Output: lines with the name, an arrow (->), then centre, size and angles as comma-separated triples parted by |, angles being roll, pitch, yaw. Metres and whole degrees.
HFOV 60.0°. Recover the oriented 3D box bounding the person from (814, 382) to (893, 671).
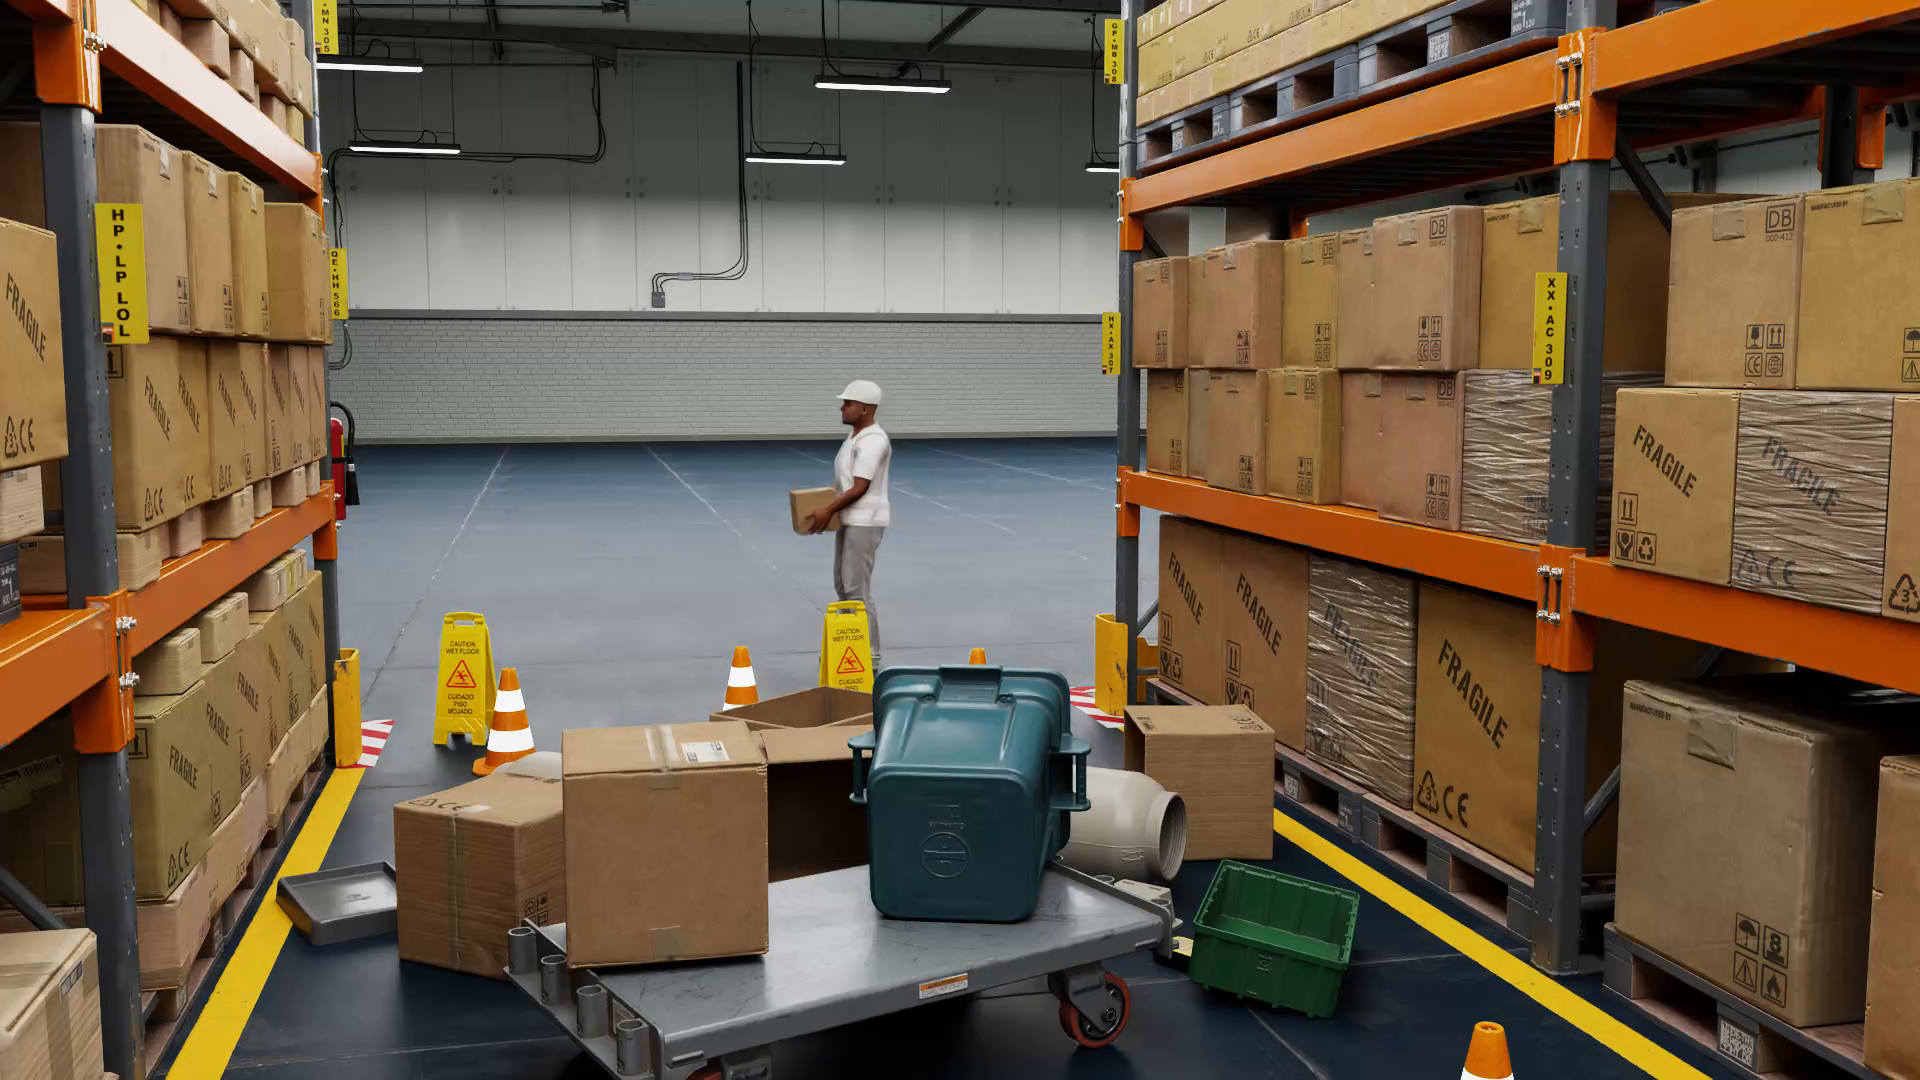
person -> -0.657, -0.085, 10.172 | 0.461, 1.761, 0.628 | -2, 6, -14
